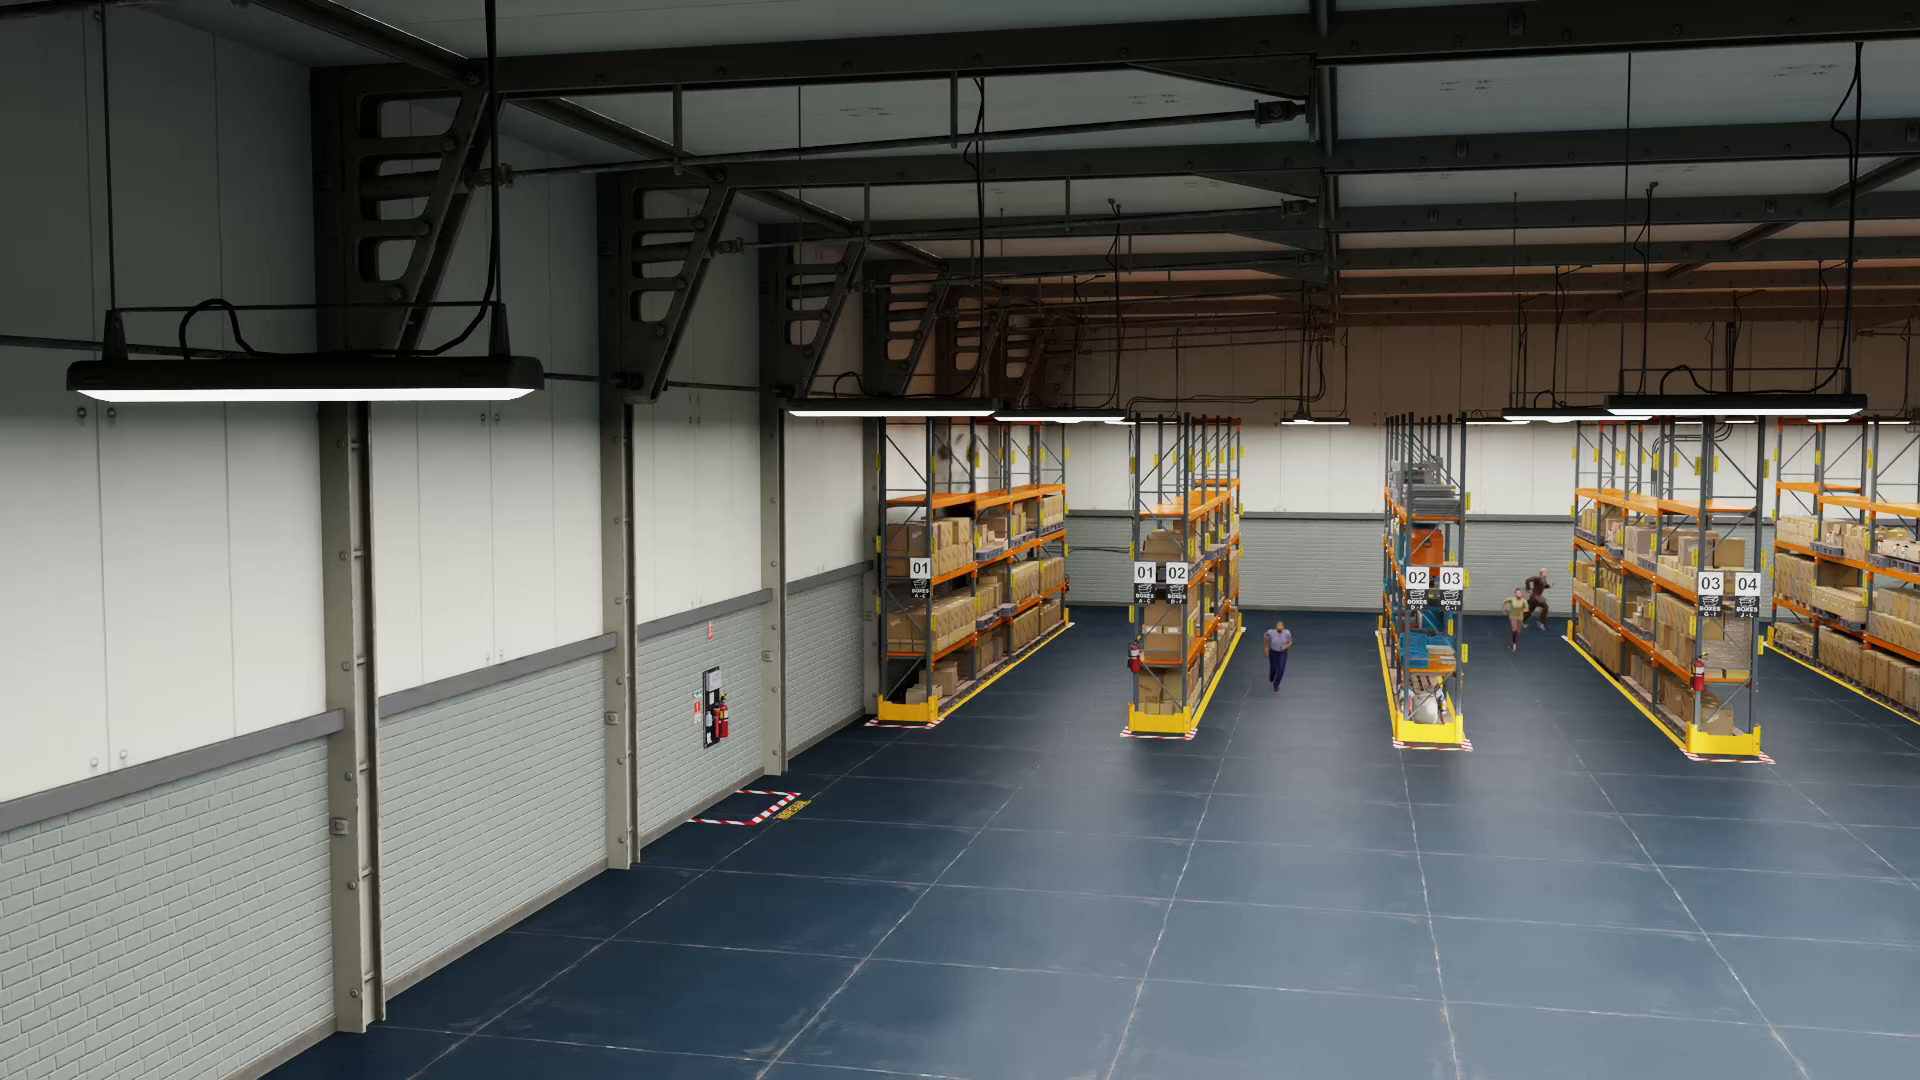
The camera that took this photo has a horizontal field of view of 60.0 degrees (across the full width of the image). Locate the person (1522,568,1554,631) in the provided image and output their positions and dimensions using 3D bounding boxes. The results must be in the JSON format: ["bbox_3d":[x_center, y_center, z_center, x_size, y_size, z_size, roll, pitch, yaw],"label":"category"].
[{"bbox_3d":[16.269,1.676,47.055,1.018,1.776,0.694,2,4,31],"label":"person"}]

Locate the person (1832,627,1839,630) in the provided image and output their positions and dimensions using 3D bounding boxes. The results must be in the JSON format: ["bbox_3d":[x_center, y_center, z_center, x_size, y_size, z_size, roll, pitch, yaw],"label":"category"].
[{"bbox_3d":[23.487,1.901,44.232,0.723,1.654,0.625,0,4,7],"label":"person"}]

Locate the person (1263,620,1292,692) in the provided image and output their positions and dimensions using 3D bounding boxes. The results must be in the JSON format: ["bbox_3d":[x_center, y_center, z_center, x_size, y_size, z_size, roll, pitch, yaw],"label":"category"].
[{"bbox_3d":[6.900,2.519,36.103,0.594,1.569,0.682,0,4,-1],"label":"person"}]

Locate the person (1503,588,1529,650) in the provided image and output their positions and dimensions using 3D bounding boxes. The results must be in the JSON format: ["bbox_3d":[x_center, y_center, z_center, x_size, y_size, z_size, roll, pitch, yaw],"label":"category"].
[{"bbox_3d":[14.149,2.028,42.323,0.613,1.616,0.735,1,4,9],"label":"person"}]

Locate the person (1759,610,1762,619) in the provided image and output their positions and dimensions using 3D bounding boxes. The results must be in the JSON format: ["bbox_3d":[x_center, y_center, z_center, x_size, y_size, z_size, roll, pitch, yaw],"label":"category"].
[{"bbox_3d":[19.392,2.174,40.831,0.528,1.612,0.716,1,4,16],"label":"person"}]
